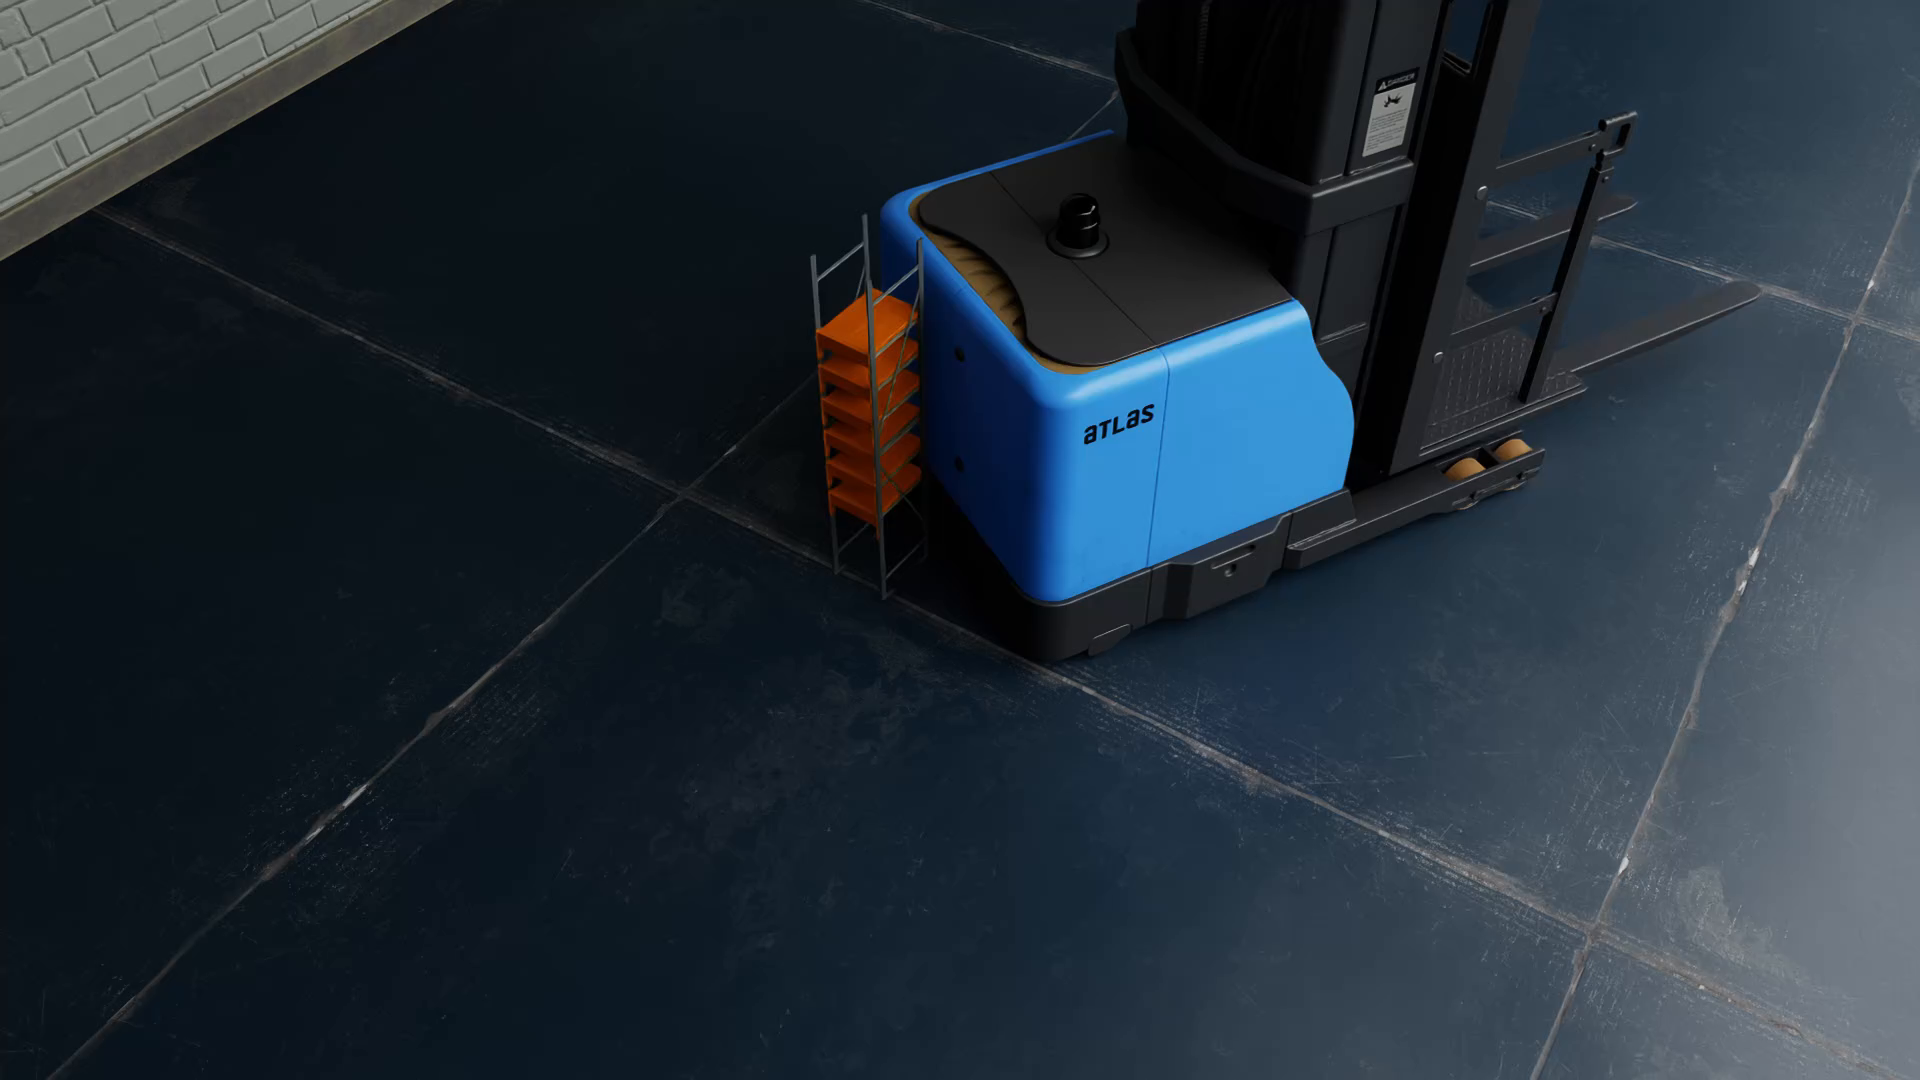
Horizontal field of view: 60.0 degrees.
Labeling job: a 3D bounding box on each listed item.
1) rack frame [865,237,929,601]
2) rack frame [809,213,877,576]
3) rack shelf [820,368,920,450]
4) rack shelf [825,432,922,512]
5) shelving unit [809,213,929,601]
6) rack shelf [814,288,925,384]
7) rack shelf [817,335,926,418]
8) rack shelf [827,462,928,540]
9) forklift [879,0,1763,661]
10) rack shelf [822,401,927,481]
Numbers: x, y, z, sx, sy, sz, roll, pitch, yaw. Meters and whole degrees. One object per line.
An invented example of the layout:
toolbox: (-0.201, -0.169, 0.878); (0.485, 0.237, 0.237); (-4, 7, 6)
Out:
rack frame: (-0.168, -0.303, 4.708); (0.006, 1.200, 0.240); (27, 52, 24)
rack frame: (-0.318, -0.379, 4.782); (0.006, 1.200, 0.240); (27, 52, 24)
rack shelf: (-0.243, -0.394, 4.691); (0.180, 0.103, 0.258); (27, 52, 24)
rack shelf: (-0.243, -0.227, 4.863); (0.180, 0.103, 0.258); (27, 52, 24)
shelving unit: (-0.243, -0.341, 4.745); (0.189, 1.200, 0.258); (27, 52, 24)
rack shelf: (-0.243, -0.561, 4.519); (0.180, 0.103, 0.258); (27, 52, 24)
rack shelf: (-0.243, -0.478, 4.605); (0.180, 0.103, 0.258); (27, 52, 24)
rack shelf: (-0.243, -0.143, 4.949); (0.180, 0.103, 0.258); (27, 52, 24)
forklift: (1.303, -1.434, 4.600); (3.031, 2.935, 1.130); (-21, 49, -19)
rack shelf: (-0.243, -0.310, 4.777); (0.180, 0.103, 0.258); (27, 52, 24)
